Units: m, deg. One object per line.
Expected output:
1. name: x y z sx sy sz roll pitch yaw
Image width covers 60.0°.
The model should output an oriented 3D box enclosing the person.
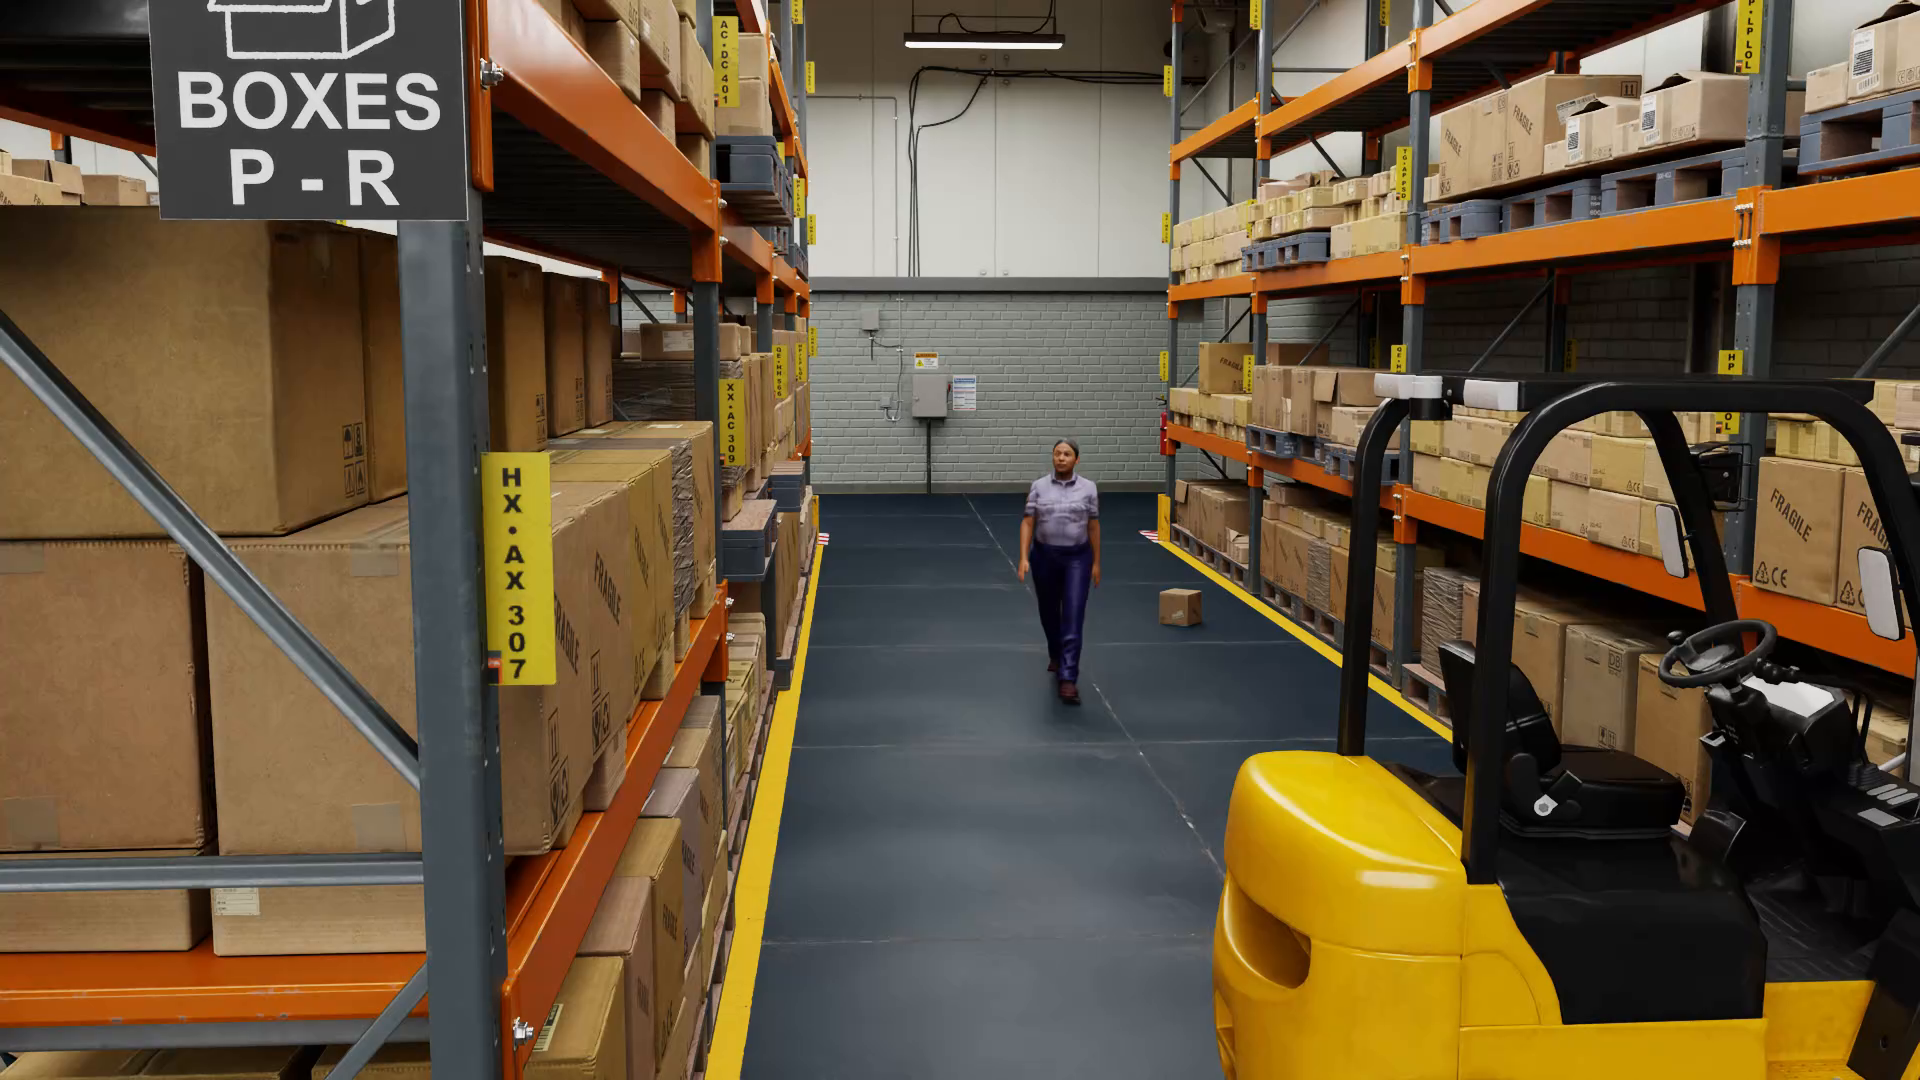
1. person: 0.630 0.145 10.605 0.499 1.591 0.998 1 7 12
